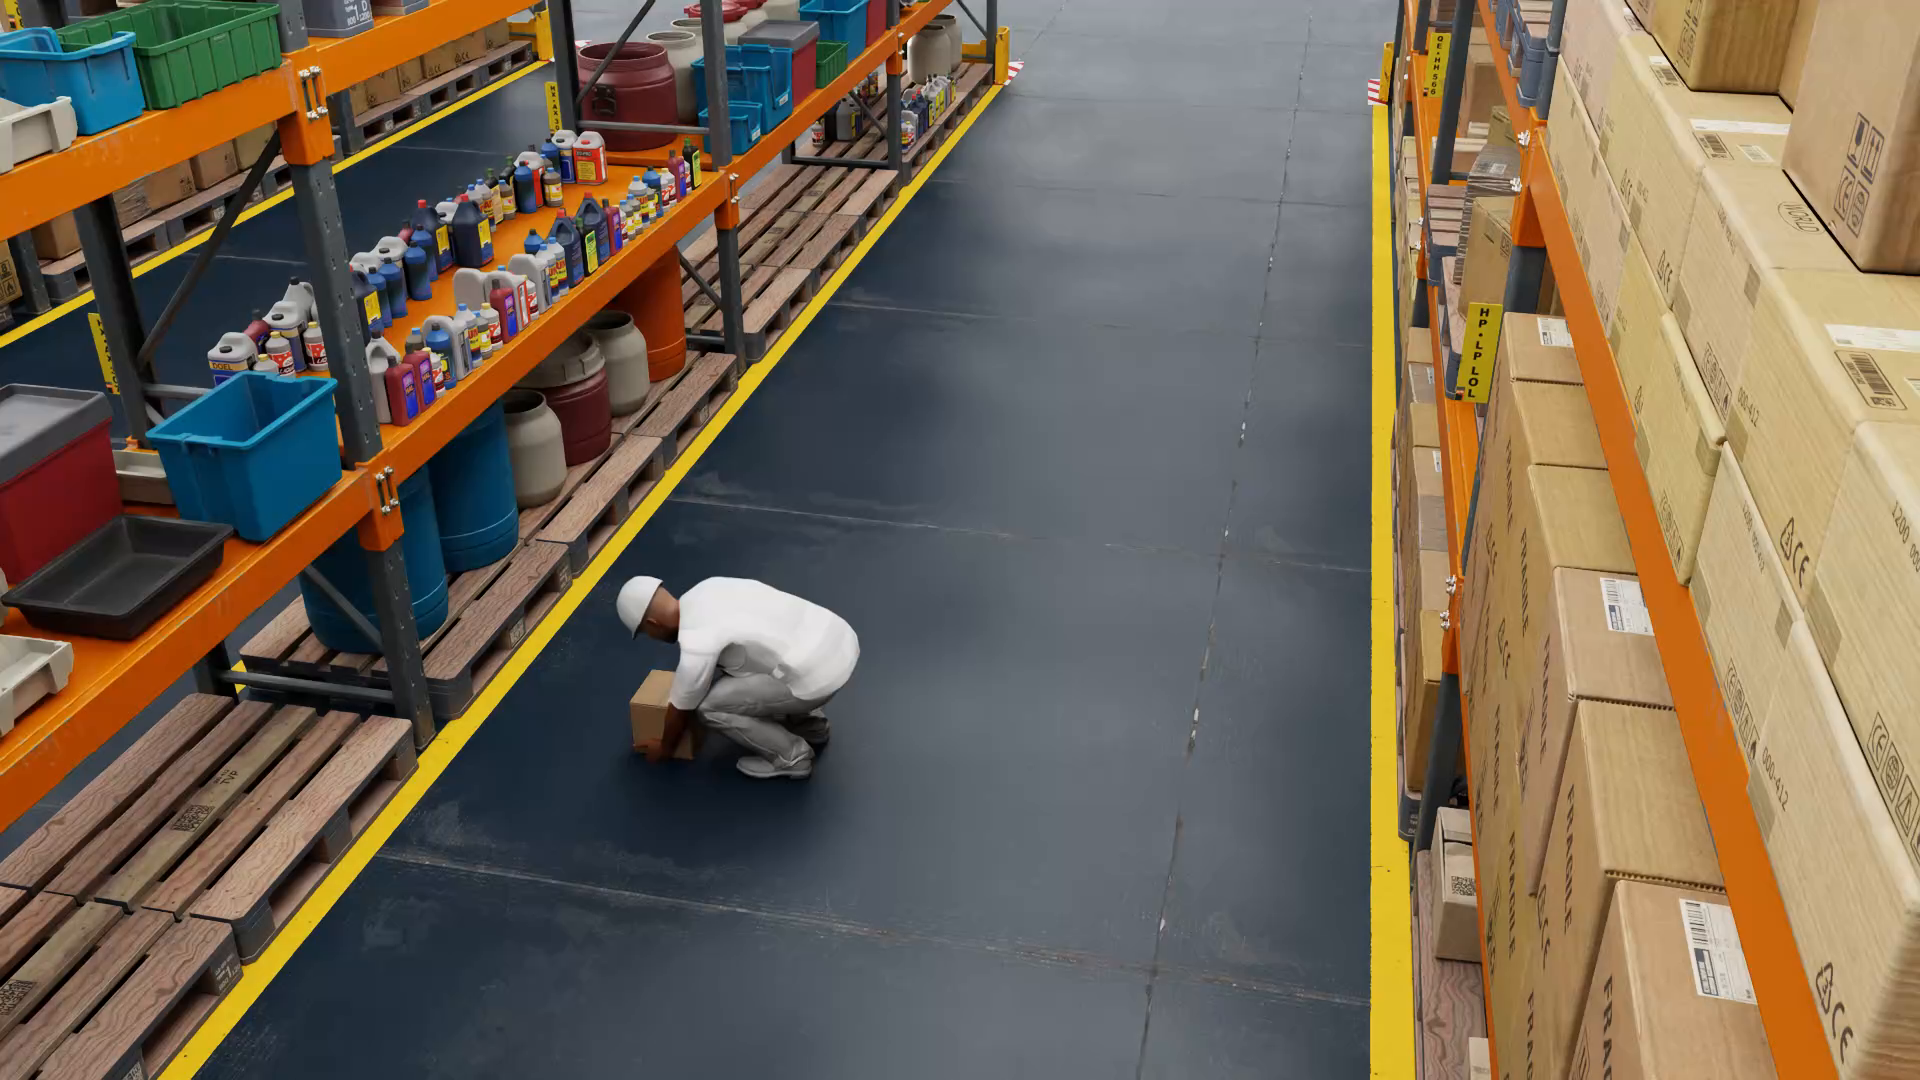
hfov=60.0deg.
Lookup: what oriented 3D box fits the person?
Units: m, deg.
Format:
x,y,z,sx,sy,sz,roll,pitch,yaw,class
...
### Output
x,y,z,sx,sy,sz,roll,pitch,yaw,class
-0.886,0.551,6.670,0.944,0.860,0.534,5,29,10,person
